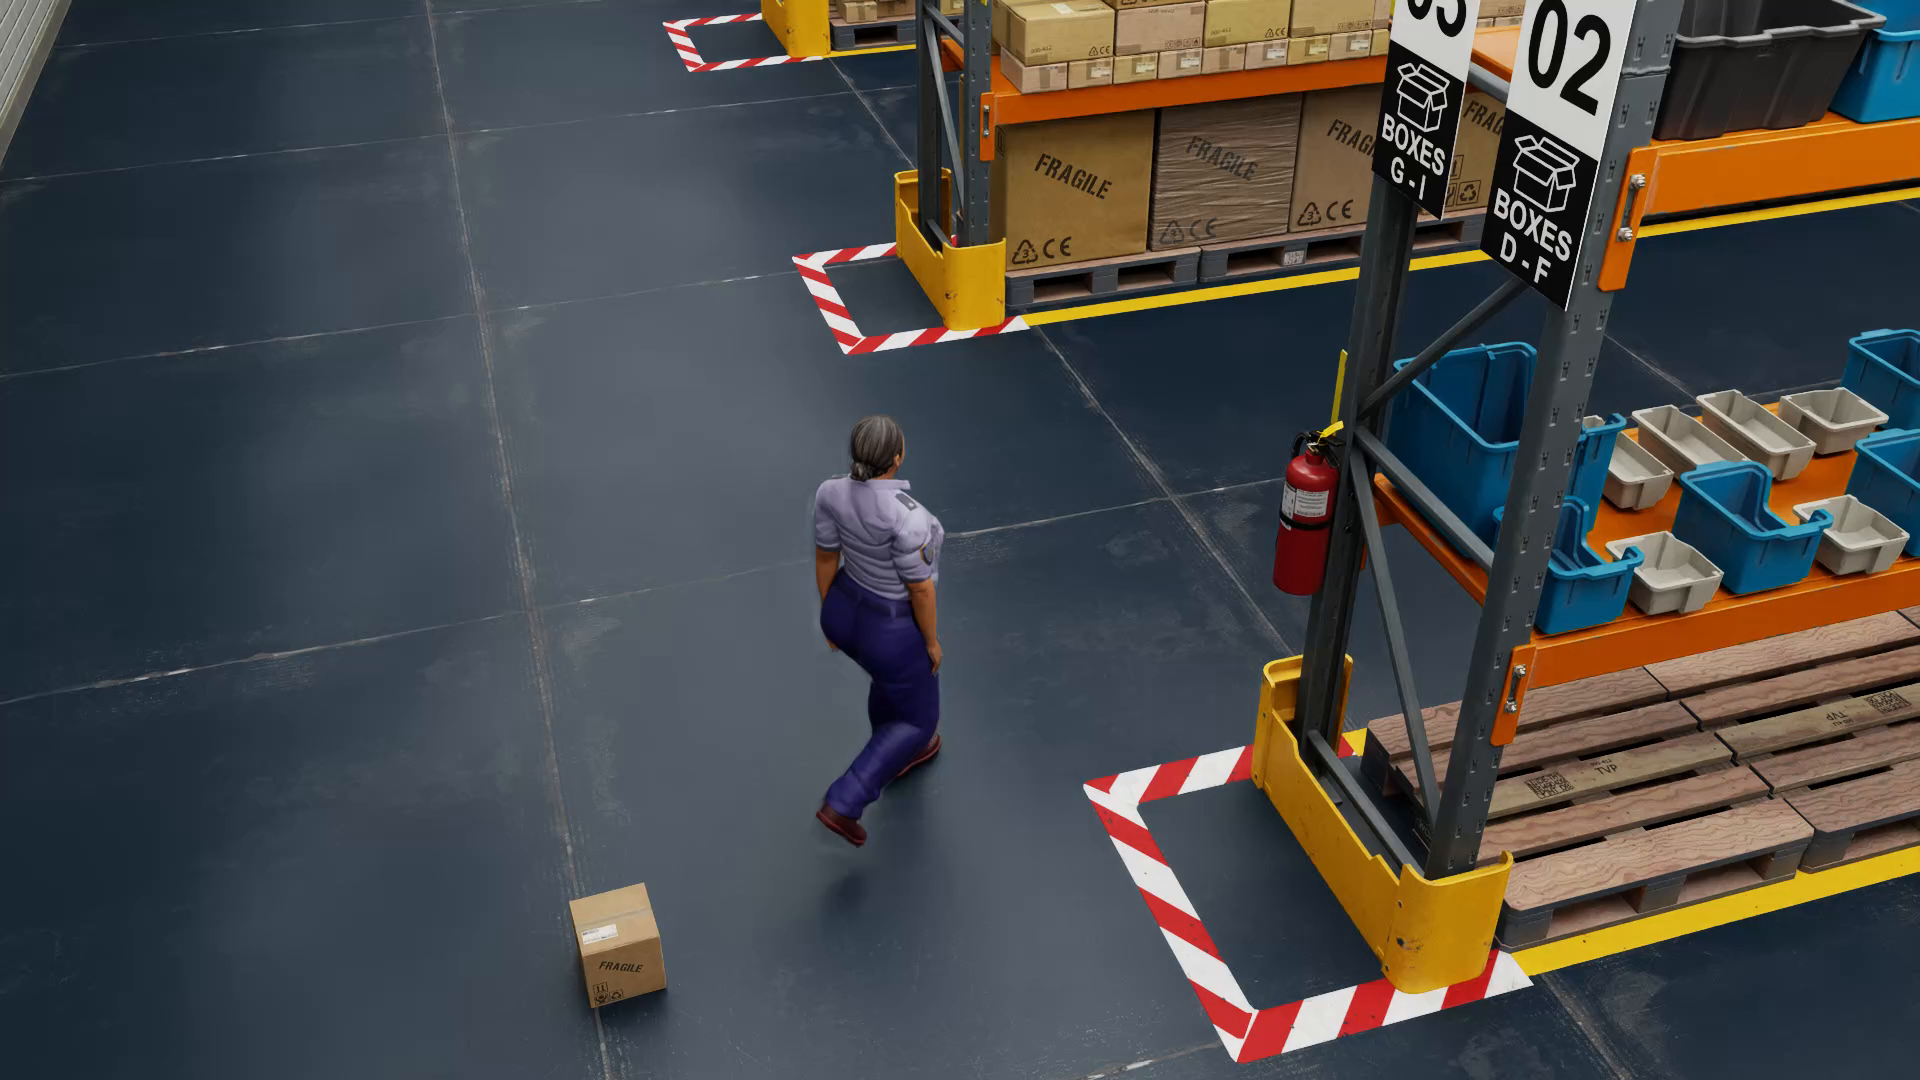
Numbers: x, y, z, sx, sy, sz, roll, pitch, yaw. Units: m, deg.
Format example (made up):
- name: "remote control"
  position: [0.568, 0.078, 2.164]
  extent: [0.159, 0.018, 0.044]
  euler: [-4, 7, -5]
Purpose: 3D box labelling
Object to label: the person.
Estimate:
- name: "person"
  position: [-0.266, 0.270, 5.726]
  extent: [0.483, 1.625, 0.689]
  euler: [26, 42, 33]
